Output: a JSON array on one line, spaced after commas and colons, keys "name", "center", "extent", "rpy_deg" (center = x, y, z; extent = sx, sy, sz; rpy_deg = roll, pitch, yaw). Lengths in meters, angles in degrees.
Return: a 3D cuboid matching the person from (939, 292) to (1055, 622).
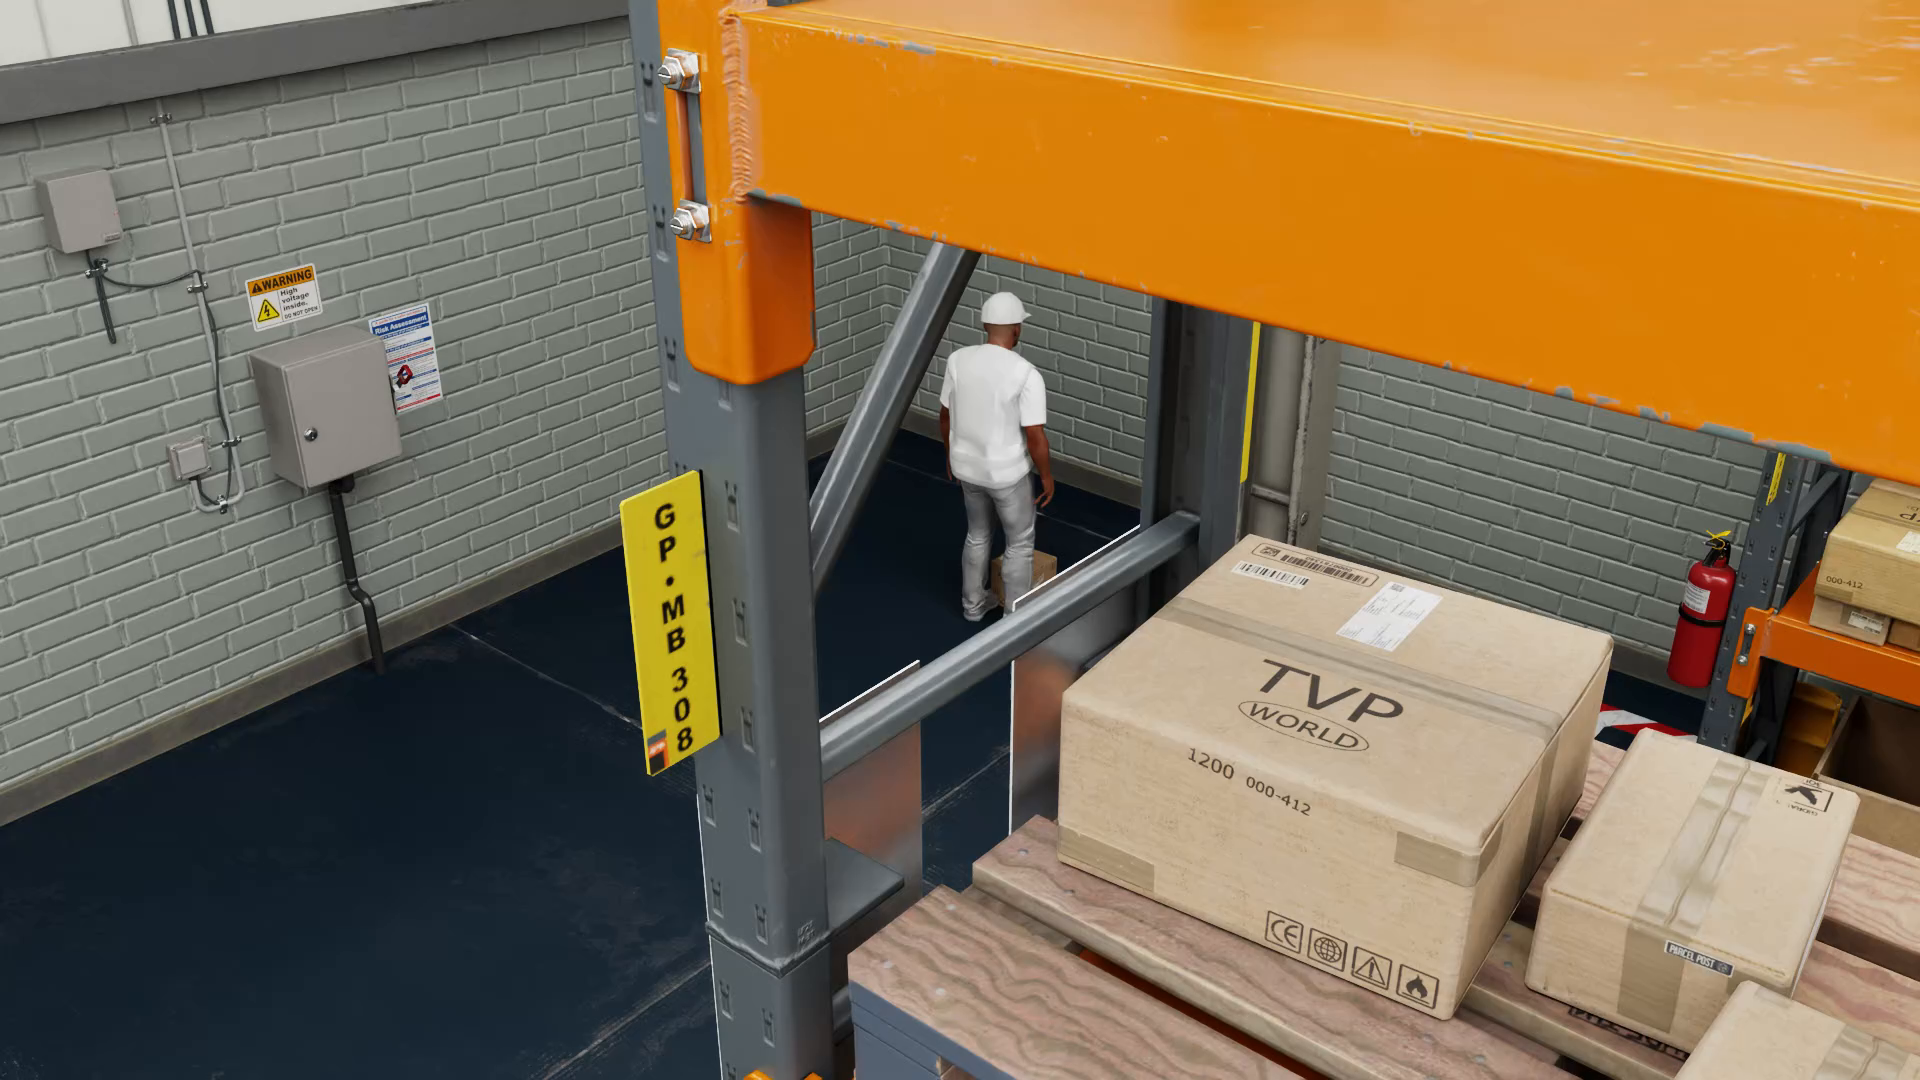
[{"name": "person", "center": [0.192, -0.376, 8.333], "extent": [0.632, 1.759, 0.462], "rpy_deg": [18, 32, 32]}]
